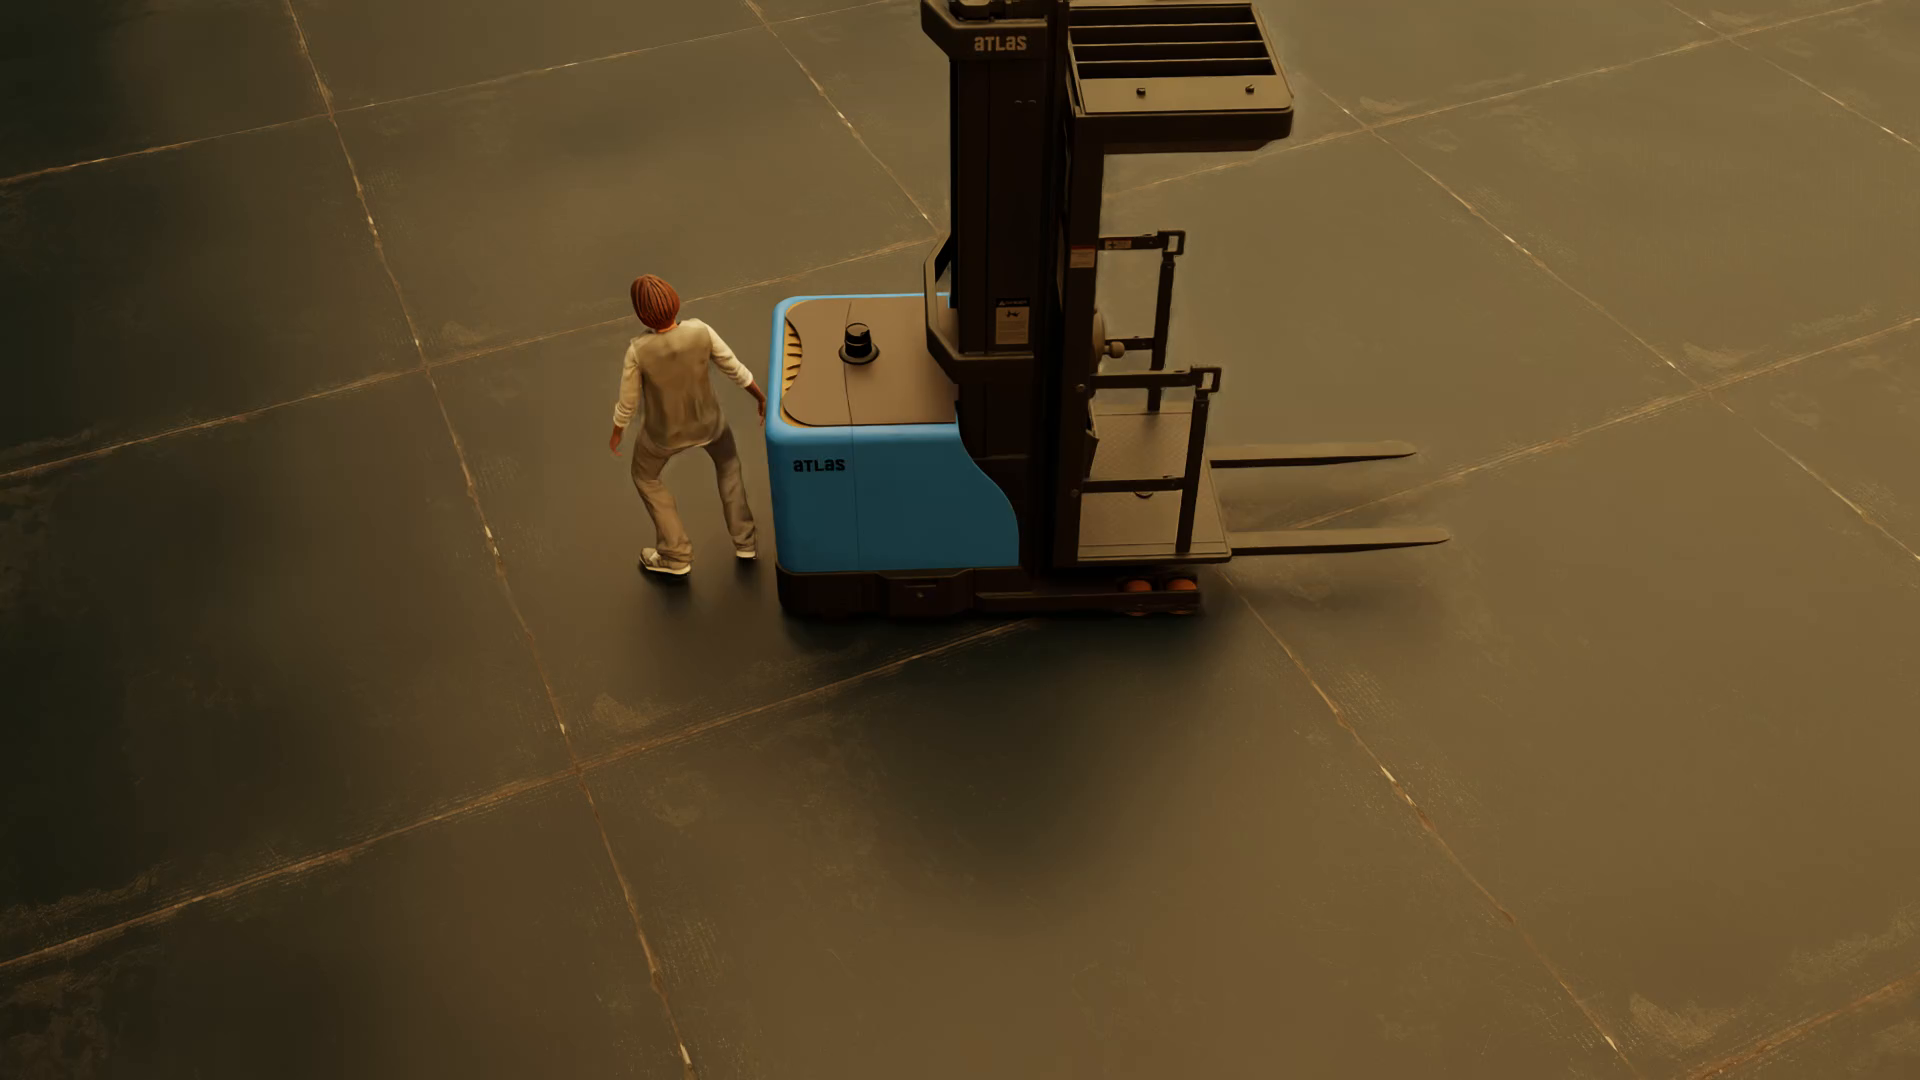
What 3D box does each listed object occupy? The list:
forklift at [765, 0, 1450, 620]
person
[{"bbox_3d":[0.685,-1.093,6.851,3.031,2.935,1.130,-2,43,-2],"label":"forklift"},{"bbox_3d":[-1.177,-0.502,7.291,0.715,1.566,0.359,-13,45,-14],"label":"person"}]
